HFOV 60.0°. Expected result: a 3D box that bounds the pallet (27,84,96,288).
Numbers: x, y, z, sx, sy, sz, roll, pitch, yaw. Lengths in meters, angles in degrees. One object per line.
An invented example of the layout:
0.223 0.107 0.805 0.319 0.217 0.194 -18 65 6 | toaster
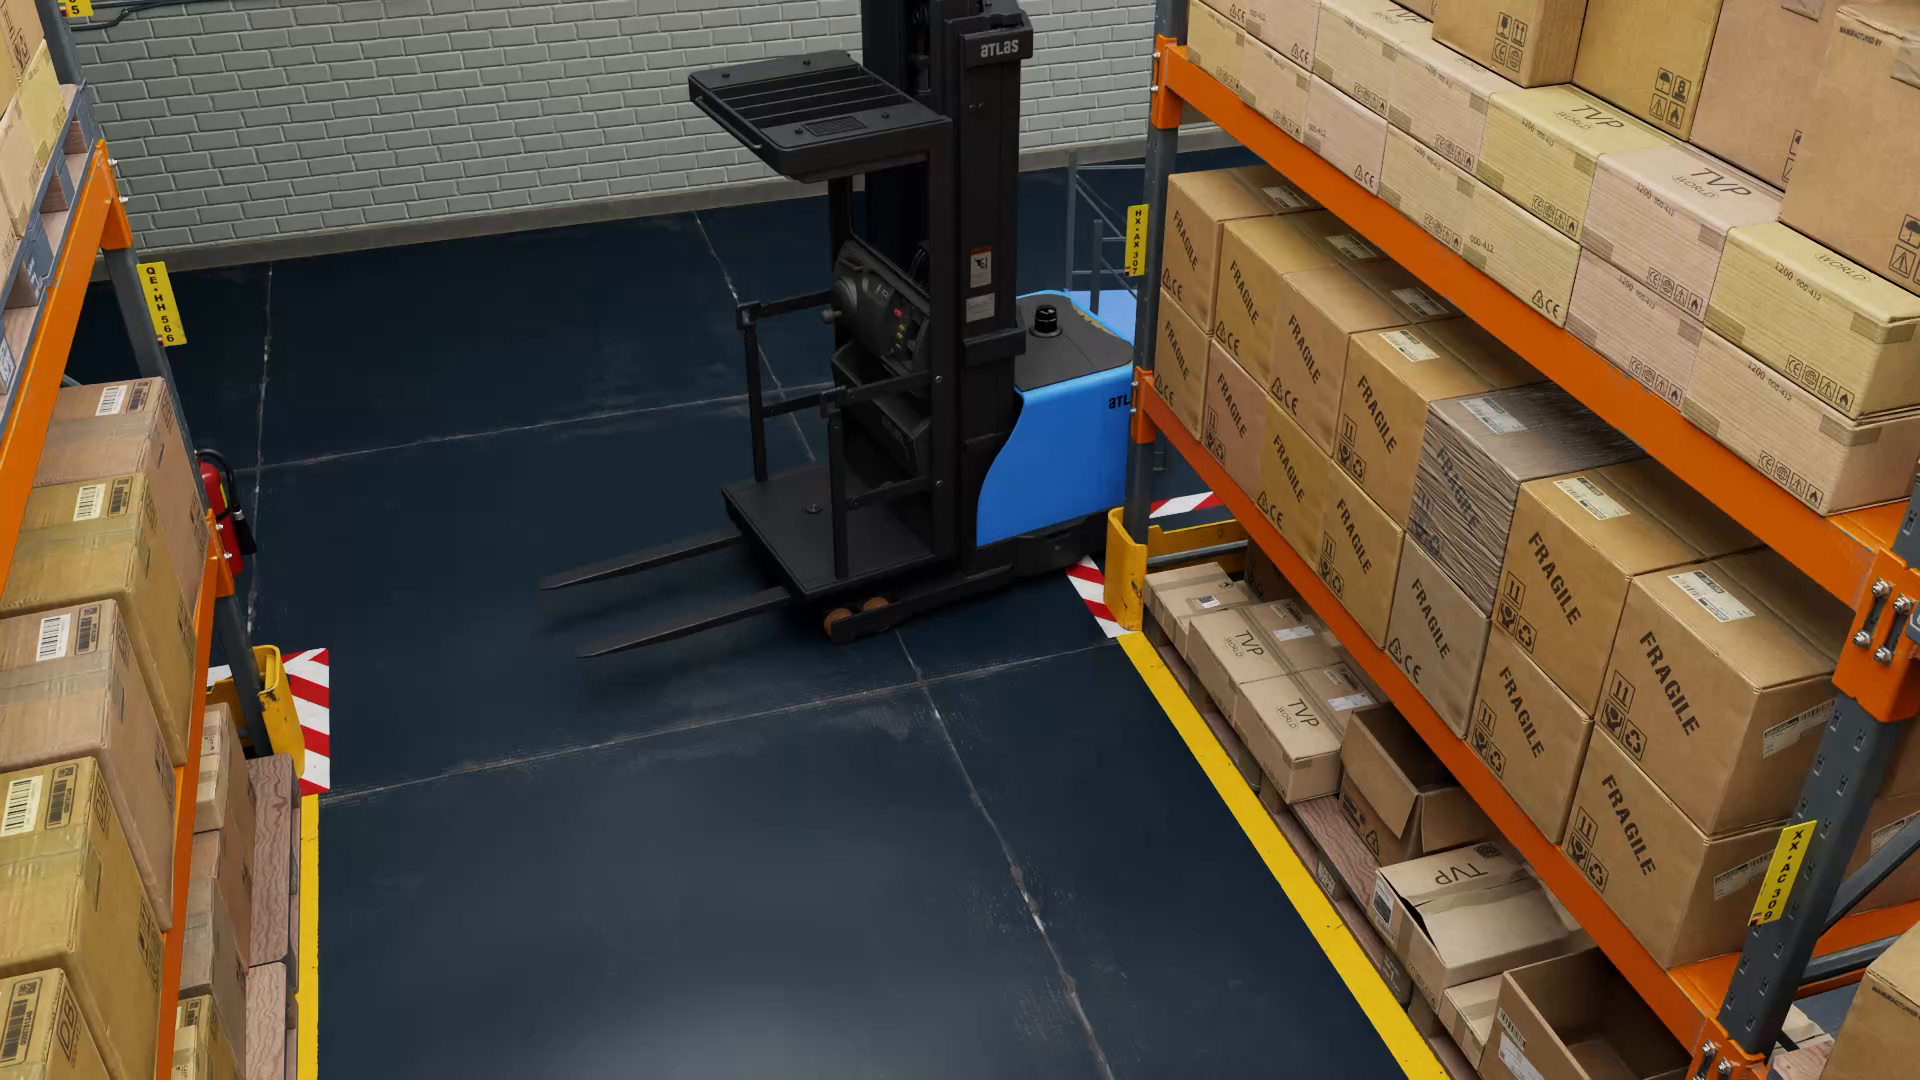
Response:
-3.197 -1.017 4.928 1.003 0.211 1.213 -10 35 -15 | pallet

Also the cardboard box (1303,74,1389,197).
1.492 -1.375 5.525 0.500 0.250 0.500 -10 35 -15 | cardboard box

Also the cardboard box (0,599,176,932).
-2.812 0.732 4.649 0.980 0.700 0.700 -12 35 -17 | cardboard box

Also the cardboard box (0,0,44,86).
-2.950 -1.571 4.670 0.500 0.500 0.500 -10 35 -15 | cardboard box

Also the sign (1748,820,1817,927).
1.989 0.809 4.020 0.100 0.325 0.005 -10 35 -15 | sign

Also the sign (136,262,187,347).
-2.912 -0.856 6.060 0.100 0.325 0.005 -10 35 -15 | sign

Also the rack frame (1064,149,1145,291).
0.865 -1.572 9.769 0.500 1.500 0.032 -2 34 -3 | rack frame

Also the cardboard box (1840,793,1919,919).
2.607 0.719 4.850 0.500 0.500 0.500 -9 35 -13 | cardboard box

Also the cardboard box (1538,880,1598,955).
2.308 1.364 6.136 0.380 0.166 0.250 -10 35 -15 | cardboard box

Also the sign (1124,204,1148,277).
0.766 -1.295 7.204 0.100 0.325 0.005 -10 35 -15 | sign

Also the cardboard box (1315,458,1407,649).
1.631 0.007 5.928 0.500 0.500 0.500 -10 35 -14 | cardboard box

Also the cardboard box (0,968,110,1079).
-2.363 1.497 3.492 0.980 0.700 0.700 -9 35 -14 | cardboard box

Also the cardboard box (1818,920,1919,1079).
2.435 1.144 3.826 0.700 0.500 0.500 -23 40 -30 | cardboard box

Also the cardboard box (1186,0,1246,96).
1.198 -1.902 6.323 0.500 0.250 0.500 -10 35 -15 | cardboard box

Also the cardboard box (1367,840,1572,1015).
1.831 1.368 5.999 0.500 0.311 0.500 -10 35 -15 | cardboard box

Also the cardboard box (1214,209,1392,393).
1.334 -0.934 6.445 0.500 0.500 0.500 -10 35 -14 | cardboard box

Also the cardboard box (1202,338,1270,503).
1.330 -0.520 6.725 0.500 0.500 0.500 -10 35 -15 | cardboard box

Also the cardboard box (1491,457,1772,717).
1.944 0.125 4.842 0.500 0.500 0.500 -11 35 -16 | cardboard box

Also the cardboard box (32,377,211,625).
-3.268 -0.050 5.832 0.980 0.700 0.700 -8 34 -13 | cardboard box

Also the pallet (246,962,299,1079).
-2.746 2.019 5.503 1.003 0.211 1.213 -10 35 -15 | pallet

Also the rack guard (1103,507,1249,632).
1.306 0.057 8.210 1.175 0.500 0.348 -10 35 -15 | rack guard

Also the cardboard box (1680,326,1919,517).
2.102 -0.325 3.936 0.500 0.250 0.500 -10 35 -15 | cardboard box

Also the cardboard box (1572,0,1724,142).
2.143 -1.432 4.478 0.700 0.500 0.500 -10 35 -15 | cardboard box

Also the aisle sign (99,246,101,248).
-3.170 -1.363 5.734 0.394 0.787 0.004 -10 35 -15 | aisle sign

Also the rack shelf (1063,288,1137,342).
0.900 -1.143 9.445 0.538 0.185 1.000 -2 34 -3 | rack shelf

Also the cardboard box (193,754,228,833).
-2.833 0.928 5.923 0.380 0.149 0.250 -9 35 -13 | cardboard box

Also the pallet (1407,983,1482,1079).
2.295 1.877 5.718 1.003 0.211 1.213 -10 35 -15 | pallet

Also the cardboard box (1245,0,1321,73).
1.338 -1.846 5.784 0.500 0.250 0.500 -10 35 -15 | cardboard box

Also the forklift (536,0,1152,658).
-0.556 -1.059 7.694 3.031 2.935 1.130 -16 37 -23 | forklift

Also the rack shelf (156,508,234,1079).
-2.823 1.160 4.927 1.077 0.370 4.000 -10 35 -15 | rack shelf

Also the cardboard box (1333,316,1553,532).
1.638 -0.404 5.643 0.500 0.500 0.500 -10 35 -15 | cardboard box

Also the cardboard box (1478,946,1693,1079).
2.059 1.683 5.351 0.500 0.500 0.500 -10 35 -15 | cardboard box

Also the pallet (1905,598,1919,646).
2.635 0.256 3.092 1.213 0.211 1.003 -10 35 -15 | pallet

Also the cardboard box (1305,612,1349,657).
1.721 0.445 7.527 0.380 0.166 0.250 -10 35 -15 | cardboard box

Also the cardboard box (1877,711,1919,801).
2.628 0.321 4.546 0.500 0.500 0.500 -9 35 -13 | cardboard box

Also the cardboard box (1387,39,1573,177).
1.645 -1.321 4.990 0.500 0.250 0.500 -10 35 -15 | cardboard box

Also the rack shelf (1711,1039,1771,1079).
3.113 2.425 3.012 1.077 0.370 4.000 -10 35 -15 | rack shelf

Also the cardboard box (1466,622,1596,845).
1.948 0.543 5.116 0.500 0.500 0.500 -9 35 -13 | cardboard box

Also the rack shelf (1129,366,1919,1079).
1.893 0.325 6.190 1.077 0.370 4.000 -10 35 -15 | rack shelf

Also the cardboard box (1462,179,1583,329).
1.799 -0.850 4.731 0.500 0.250 0.500 -10 35 -15 | cardboard box

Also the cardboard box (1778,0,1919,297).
2.319 -0.885 3.649 0.700 0.500 0.500 -10 35 -15 | cardboard box

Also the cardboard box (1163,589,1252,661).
1.160 0.382 7.622 0.380 0.166 0.250 -10 35 -15 | cardboard box

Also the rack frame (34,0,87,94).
-3.433 -2.693 4.664 1.000 3.000 0.127 -10 35 -15 | rack frame

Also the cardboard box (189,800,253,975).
-2.972 1.291 5.963 0.700 0.500 0.500 -10 35 -15 | cardboard box

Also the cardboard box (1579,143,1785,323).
1.947 -0.796 4.195 0.500 0.250 0.500 -10 35 -15 | cardboard box

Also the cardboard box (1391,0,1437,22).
1.782 -1.948 5.258 0.700 0.500 0.500 -10 35 -15 | cardboard box

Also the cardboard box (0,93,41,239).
-2.797 -0.983 4.461 0.500 0.250 0.500 -11 35 -17 | cardboard box

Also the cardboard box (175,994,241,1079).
-2.648 1.833 5.141 0.700 0.500 0.500 -9 35 -14 | cardboard box

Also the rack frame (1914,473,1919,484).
2.503 -1.428 2.749 1.000 3.000 0.127 -10 35 -15 | rack frame

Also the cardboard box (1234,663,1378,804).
1.484 0.796 6.919 0.500 0.250 0.500 -10 35 -15 | cardboard box

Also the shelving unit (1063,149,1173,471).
0.900 -1.293 9.346 0.538 1.500 1.048 -2 34 -3 | shelving unit

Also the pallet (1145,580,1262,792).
1.550 0.596 7.656 1.003 0.211 1.213 -10 35 -15 | pallet
